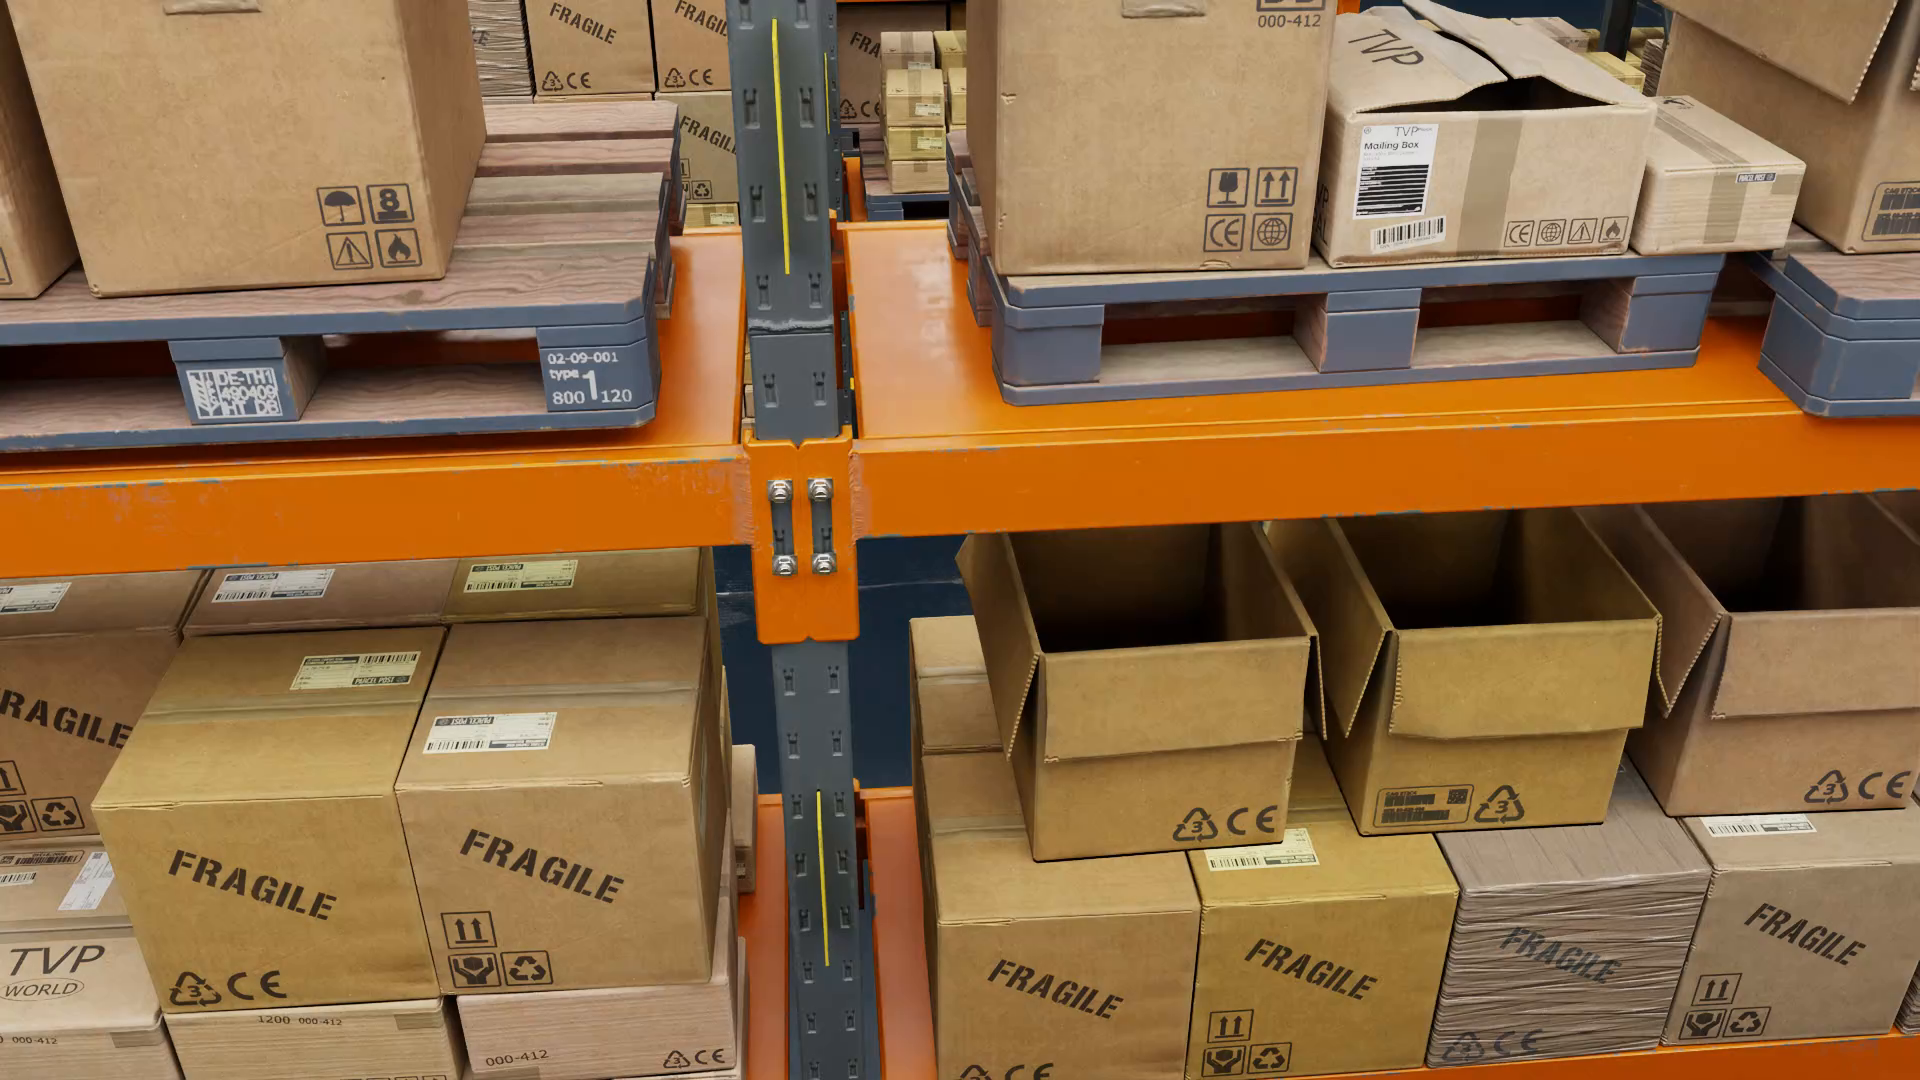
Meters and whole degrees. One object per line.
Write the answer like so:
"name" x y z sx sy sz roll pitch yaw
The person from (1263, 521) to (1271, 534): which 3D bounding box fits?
"person" 1.138 0.361 5.539 0.352 1.672 0.503 -3 31 -5
